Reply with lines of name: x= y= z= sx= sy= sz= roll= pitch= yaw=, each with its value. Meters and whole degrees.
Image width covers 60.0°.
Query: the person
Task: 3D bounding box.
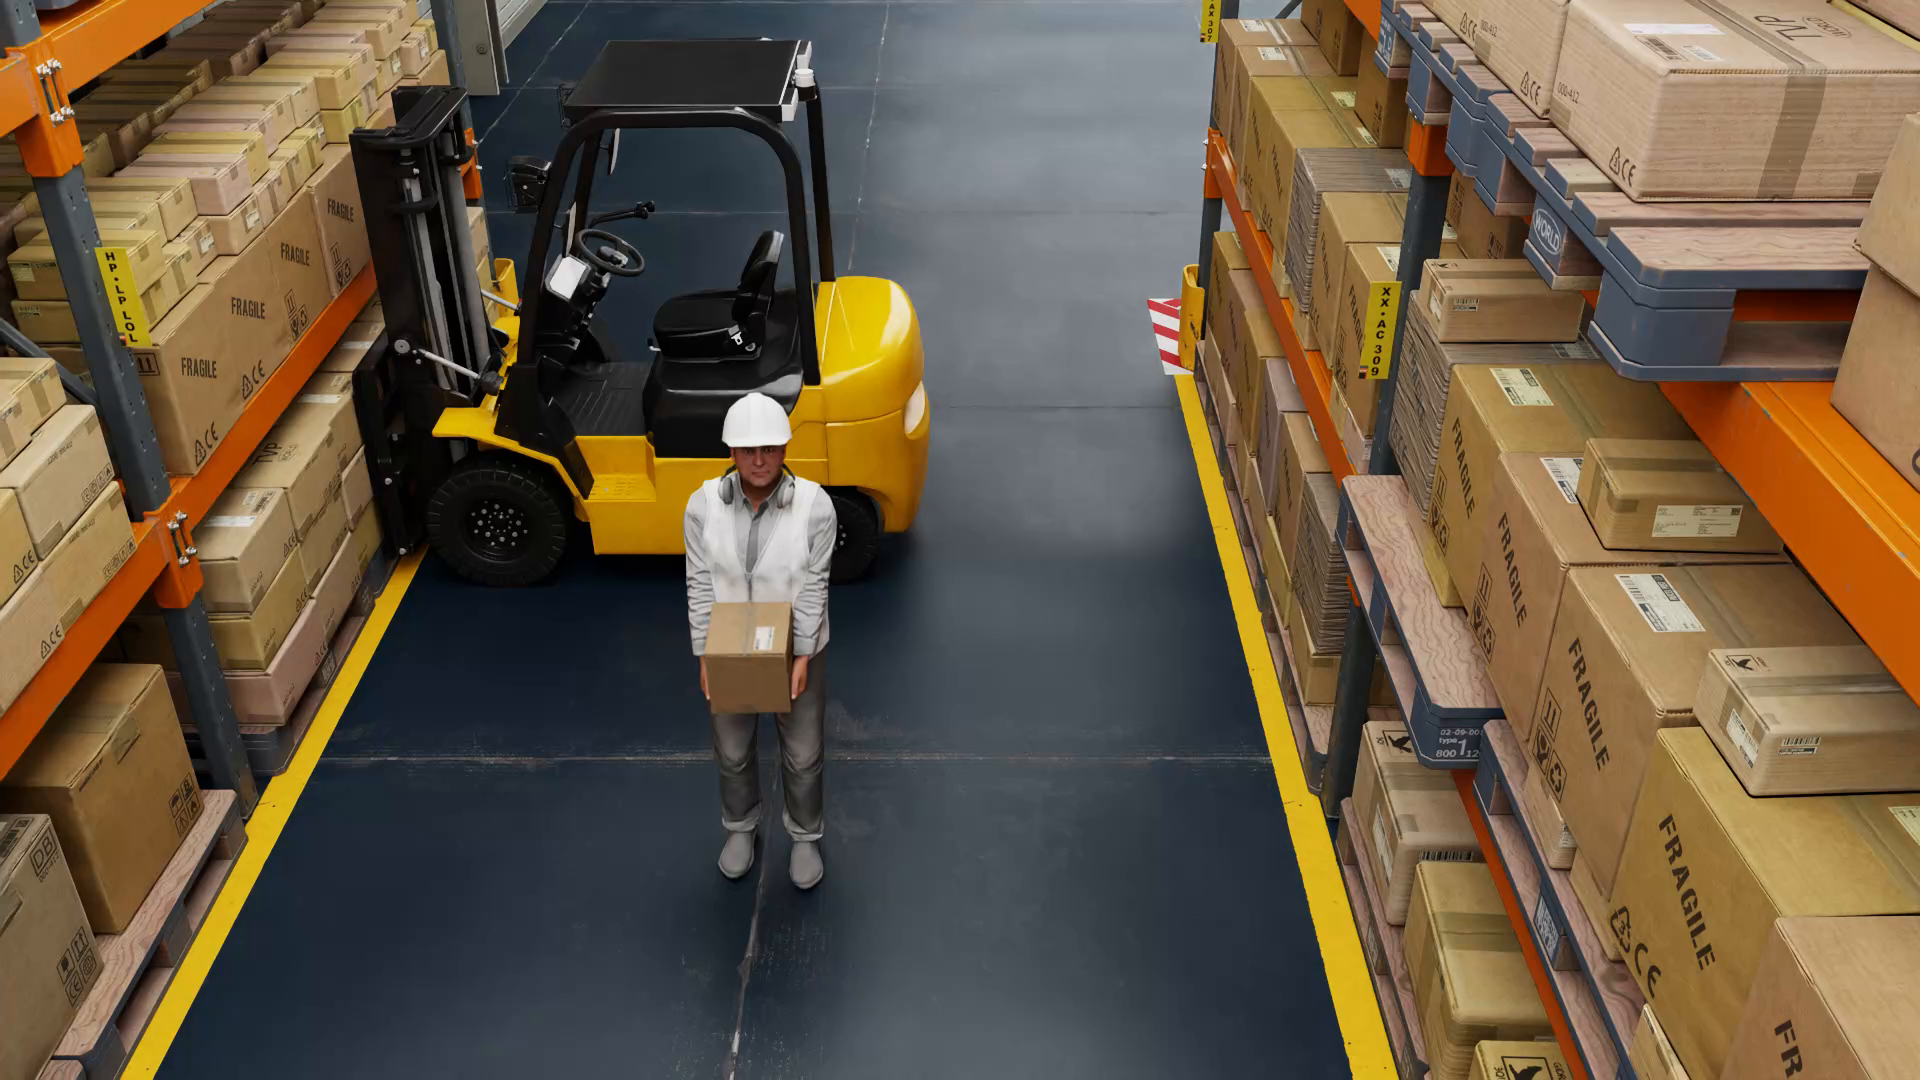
person: x=-0.641 y=0.392 z=5.473 sx=0.494 sy=1.763 sz=0.556 roll=0 pitch=31 yaw=0
